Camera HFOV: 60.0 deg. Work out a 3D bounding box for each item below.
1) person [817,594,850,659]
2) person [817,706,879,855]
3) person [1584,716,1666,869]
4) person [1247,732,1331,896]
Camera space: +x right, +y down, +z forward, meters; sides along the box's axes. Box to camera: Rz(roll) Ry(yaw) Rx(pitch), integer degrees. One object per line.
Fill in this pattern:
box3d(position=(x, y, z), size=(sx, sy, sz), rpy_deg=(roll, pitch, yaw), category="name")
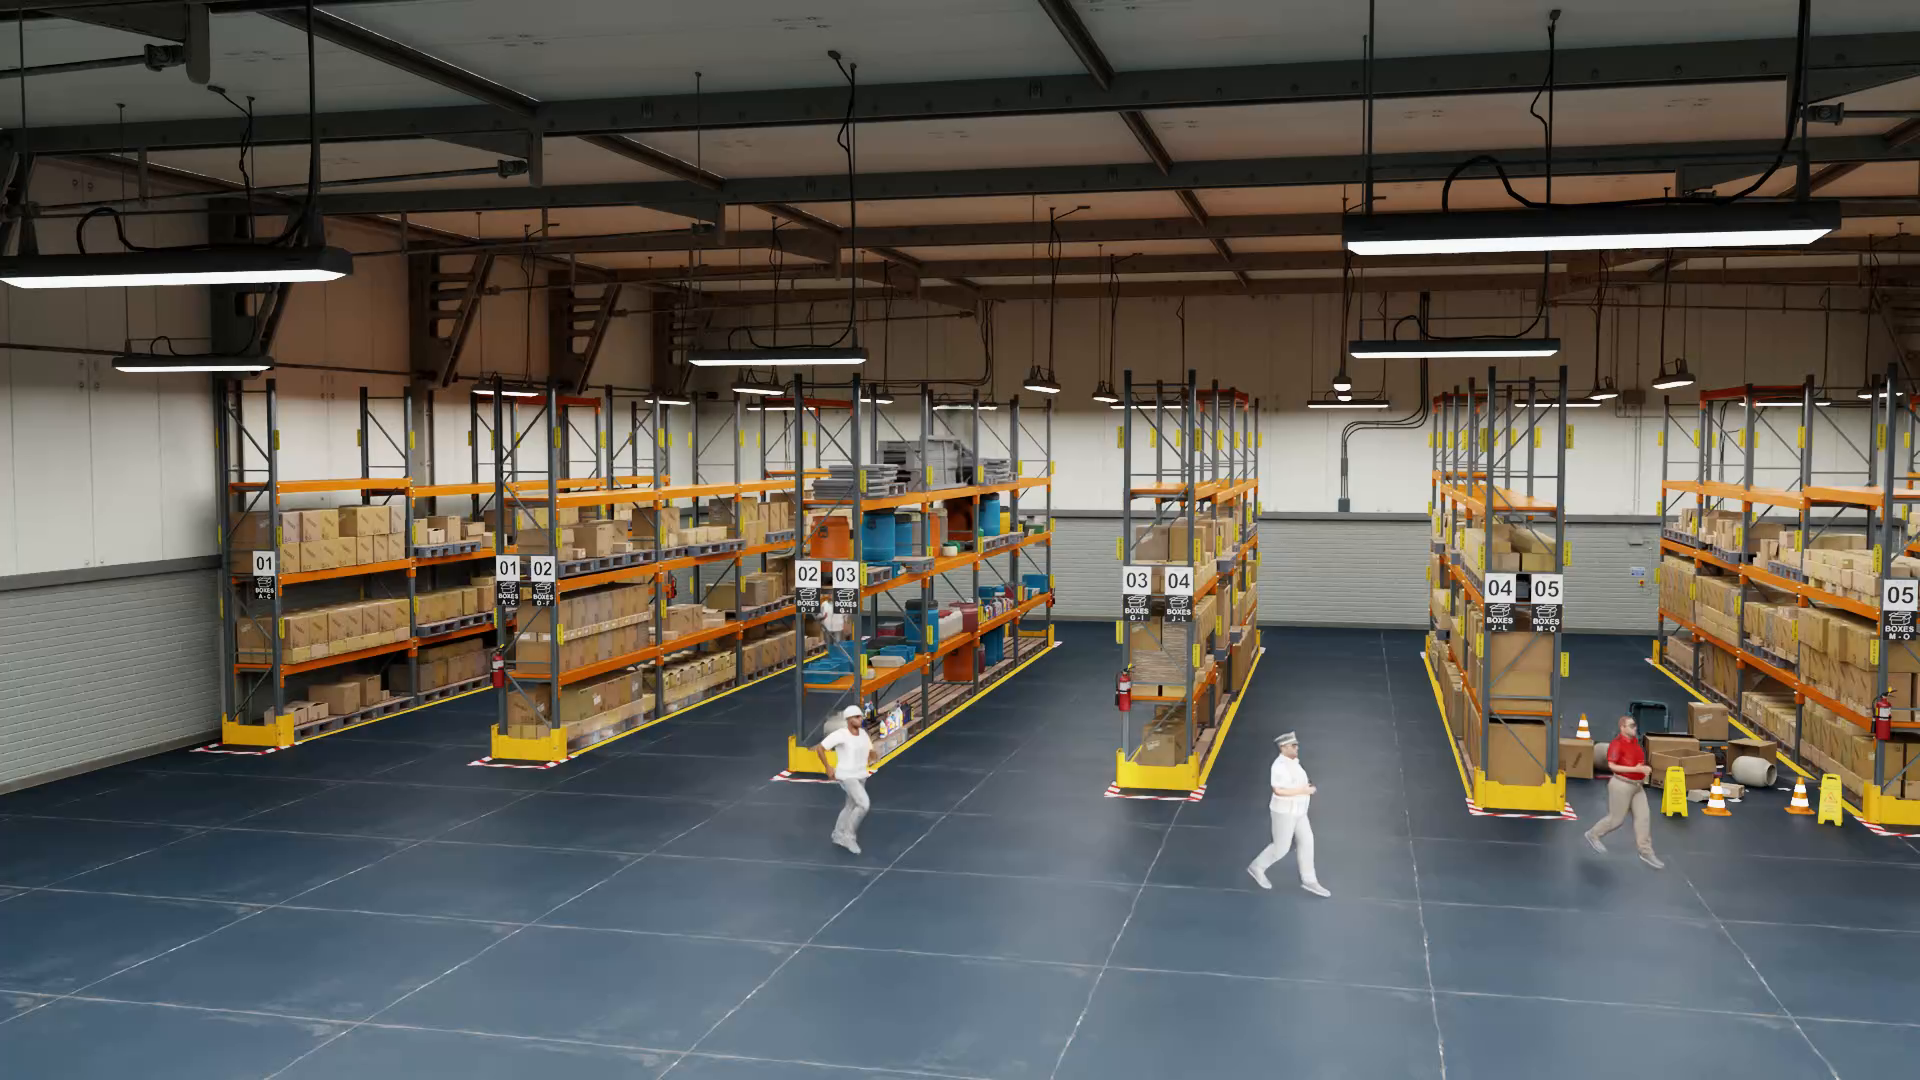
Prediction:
box3d(position=(-2.526, 1.825, 33.014), size=(0.646, 1.823, 0.760), rpy_deg=(0, 3, 4), category="person")
box3d(position=(-1.292, 2.907, 20.229), size=(0.692, 1.785, 0.685), rpy_deg=(2, 4, 32), category="person")
box3d(position=(7.859, 2.945, 19.632), size=(0.663, 1.737, 0.971), rpy_deg=(-2, 4, -34), category="person")
box3d(position=(3.621, 2.987, 18.285), size=(0.924, 1.778, 0.664), rpy_deg=(2, 4, 35), category="person")
